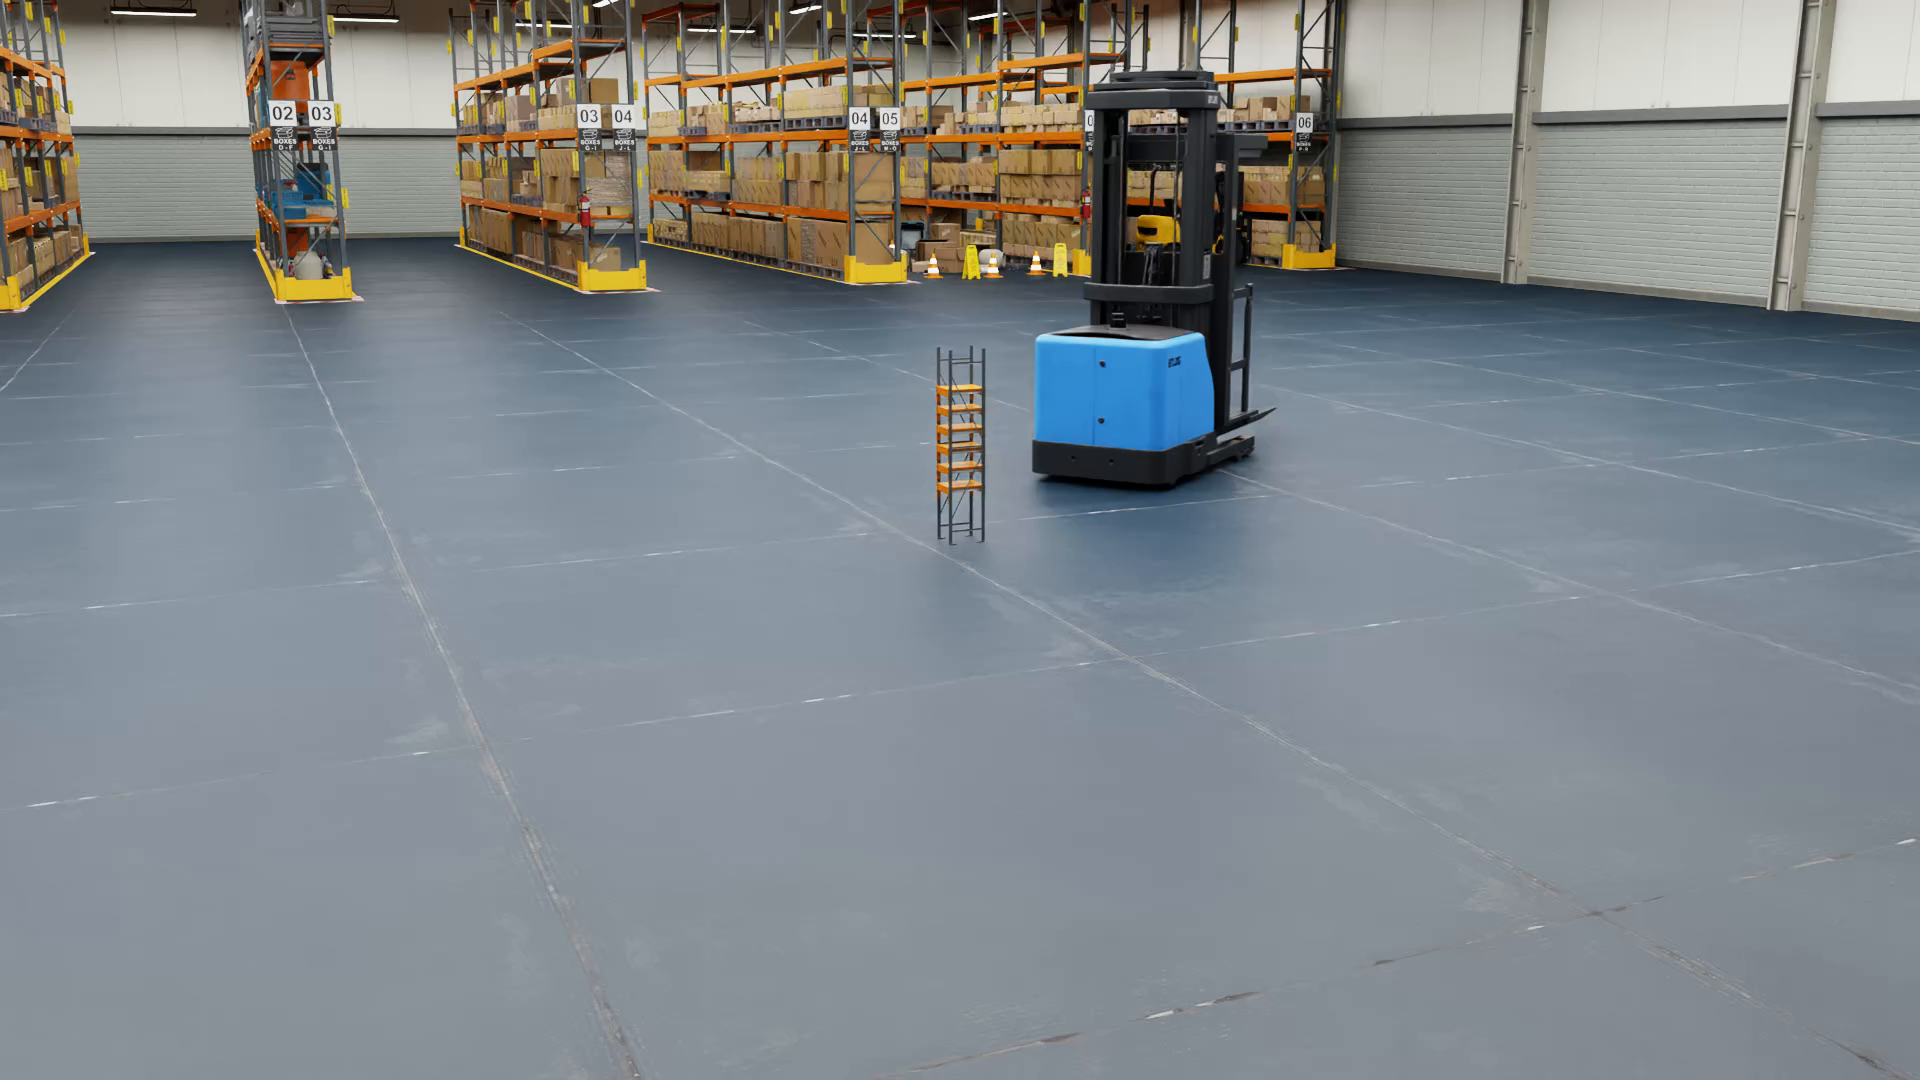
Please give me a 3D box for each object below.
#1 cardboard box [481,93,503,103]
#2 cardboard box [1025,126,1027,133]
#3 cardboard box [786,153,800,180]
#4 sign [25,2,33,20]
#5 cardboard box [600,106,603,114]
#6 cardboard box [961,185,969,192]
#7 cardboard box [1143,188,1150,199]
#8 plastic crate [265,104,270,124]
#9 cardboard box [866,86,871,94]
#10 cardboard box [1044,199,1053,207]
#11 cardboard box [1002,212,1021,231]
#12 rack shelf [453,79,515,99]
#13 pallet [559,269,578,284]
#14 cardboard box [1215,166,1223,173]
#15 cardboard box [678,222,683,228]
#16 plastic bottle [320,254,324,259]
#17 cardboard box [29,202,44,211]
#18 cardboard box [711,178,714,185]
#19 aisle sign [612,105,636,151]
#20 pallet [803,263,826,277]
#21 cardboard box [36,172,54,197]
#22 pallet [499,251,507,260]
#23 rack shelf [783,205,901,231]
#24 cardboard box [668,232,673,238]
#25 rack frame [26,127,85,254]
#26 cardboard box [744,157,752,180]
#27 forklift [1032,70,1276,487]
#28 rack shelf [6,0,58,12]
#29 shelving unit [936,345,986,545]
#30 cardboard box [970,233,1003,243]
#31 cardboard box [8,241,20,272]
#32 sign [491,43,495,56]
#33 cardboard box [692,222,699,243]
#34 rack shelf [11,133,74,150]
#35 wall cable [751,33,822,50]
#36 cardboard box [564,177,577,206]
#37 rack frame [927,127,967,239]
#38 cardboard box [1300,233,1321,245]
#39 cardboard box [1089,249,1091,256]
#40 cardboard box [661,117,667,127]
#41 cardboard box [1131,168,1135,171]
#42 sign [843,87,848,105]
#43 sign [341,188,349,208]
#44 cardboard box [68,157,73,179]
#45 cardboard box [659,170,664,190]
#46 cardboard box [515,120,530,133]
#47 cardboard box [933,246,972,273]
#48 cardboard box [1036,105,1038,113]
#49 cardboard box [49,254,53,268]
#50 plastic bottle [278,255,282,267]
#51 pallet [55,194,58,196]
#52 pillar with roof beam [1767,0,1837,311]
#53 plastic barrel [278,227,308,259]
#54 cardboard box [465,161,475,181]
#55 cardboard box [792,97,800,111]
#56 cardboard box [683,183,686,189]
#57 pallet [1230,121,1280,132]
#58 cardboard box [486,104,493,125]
[{"bbox_3d":[-11.370,-10.746,40.457,0.500,0.250,0.500,-7,15,-27],"label":"cardboard box"},{"bbox_3d":[1.601,-8.705,35.234,0.380,0.149,0.250,-6,14,-25],"label":"cardboard box"},{"bbox_3d":[-3.093,-7.716,34.330,0.875,0.550,0.550,-6,14,-23],"label":"cardboard box"},{"bbox_3d":[-17.968,-10.208,32.094,0.100,0.325,0.005,-6,14,-23],"label":"sign"},{"bbox_3d":[-6.320,-7.707,29.812,0.380,0.149,0.250,-6,14,-24],"label":"cardboard box"},{"bbox_3d":[0.246,-8.151,38.561,0.380,0.149,0.250,-5,14,-21],"label":"cardboard box"},{"bbox_3d":[4.800,-8.436,40.498,0.500,0.250,0.500,-5,14,-21],"label":"cardboard box"},{"bbox_3d":[-11.770,-7.316,28.711,0.392,0.384,0.575,-6,14,-23],"label":"plastic crate"},{"bbox_3d":[-1.548,-8.500,31.429,0.380,0.149,0.250,-6,14,-23],"label":"cardboard box"},{"bbox_3d":[1.966,-7.032,34.656,0.380,0.149,0.250,-6,14,-24],"label":"cardboard box"},{"bbox_3d":[1.490,-9.265,48.359,0.700,0.500,0.500,-5,14,-21],"label":"cardboard box"},{"bbox_3d":[-11.800,-11.213,41.343,1.077,0.370,4.000,-6,14,-23],"label":"rack shelf"},{"bbox_3d":[-7.000,-5.023,31.604,1.003,0.211,1.213,-6,14,-23],"label":"pallet"},{"bbox_3d":[5.995,-8.370,37.563,0.380,0.149,0.250,-5,14,-22],"label":"cardboard box"},{"bbox_3d":[-7.040,-8.105,42.808,0.380,0.149,0.250,-6,14,-23],"label":"cardboard box"},{"bbox_3d":[-11.734,-5.099,30.649,0.144,0.351,0.185,-6,15,-26],"label":"plastic bottle"},{"bbox_3d":[-17.861,-6.419,32.007,0.380,0.149,0.250,-6,14,-23],"label":"cardboard box"},{"bbox_3d":[-5.643,-8.420,39.064,0.380,0.149,0.250,-5,14,-22],"label":"cardboard box"},{"bbox_3d":[-5.892,-7.224,29.164,0.394,0.787,0.004,-6,14,-23],"label":"aisle sign"},{"bbox_3d":[-2.484,-5.421,33.326,1.003,0.211,1.213,-6,14,-23],"label":"pallet"},{"bbox_3d":[-19.022,-7.281,34.025,0.700,0.500,0.500,-3,13,-12],"label":"cardboard box"},{"bbox_3d":[-10.128,-6.659,38.672,1.003,0.211,1.213,-6,14,-23],"label":"pallet"},{"bbox_3d":[-2.408,-6.433,33.107,1.077,0.370,4.000,-6,14,-23],"label":"rack shelf"},{"bbox_3d":[-7.468,-8.036,43.829,0.380,0.149,0.250,-6,14,-23],"label":"cardboard box"},{"bbox_3d":[-21.680,-8.355,39.815,1.000,3.000,0.127,-6,14,-23],"label":"rack frame"},{"bbox_3d":[-4.437,-8.361,37.403,0.700,0.500,0.500,-6,14,-24],"label":"cardboard box"},{"bbox_3d":[1.690,-2.095,12.920,1.130,2.935,3.031,7,15,28],"label":"forklift"},{"bbox_3d":[-20.878,-12.133,37.060,1.077,0.370,4.000,-6,14,-23],"label":"rack shelf"},{"bbox_3d":[0.006,-0.582,10.222,0.258,1.200,0.189,-6,14,-23],"label":"shelving unit"},{"bbox_3d":[0.782,-6.845,38.190,0.950,0.372,0.625,-5,14,-19],"label":"cardboard box"},{"bbox_3d":[-15.695,-4.616,27.163,0.500,0.500,0.500,-6,14,-23],"label":"cardboard box"},{"bbox_3d":[-12.098,-12.711,43.086,0.100,0.325,0.005,-6,14,-23],"label":"sign"},{"bbox_3d":[-6.361,-7.659,41.424,0.500,0.500,0.500,-5,14,-21],"label":"cardboard box"},{"bbox_3d":[-20.878,-9.052,37.773,1.077,0.370,4.000,-6,14,-23],"label":"rack shelf"},{"bbox_3d":[-5.368,-14.284,52.128,2.355,3.000,0.029,-6,14,-23],"label":"wall cable"},{"bbox_3d":[-6.697,-6.345,30.252,0.875,0.500,0.500,-6,14,-23],"label":"cardboard box"},{"bbox_3d":[-0.316,-8.491,40.404,1.000,3.000,0.127,-6,14,-23],"label":"rack frame"},{"bbox_3d":[7.437,-6.512,35.910,0.500,0.250,0.500,-5,14,-22],"label":"cardboard box"},{"bbox_3d":[2.818,-5.895,34.354,0.500,0.250,0.500,-6,14,-23],"label":"cardboard box"},{"bbox_3d":[-7.473,-10.876,43.280,0.500,0.250,0.500,-6,14,-25],"label":"cardboard box"},{"bbox_3d":[4.167,-9.314,42.807,0.500,0.500,0.500,-5,14,-20],"label":"cardboard box"},{"bbox_3d":[-2.110,-8.178,30.612,0.100,0.325,0.005,-6,14,-23],"label":"sign"},{"bbox_3d":[-10.224,-5.679,27.642,0.100,0.325,0.005,-6,14,-23],"label":"sign"},{"bbox_3d":[-20.628,-8.506,38.031,0.500,0.500,0.500,-5,14,-21],"label":"cardboard box"},{"bbox_3d":[-7.667,-9.541,44.060,0.500,0.500,0.500,-5,14,-22],"label":"cardboard box"},{"bbox_3d":[-9.022,-8.653,34.783,0.500,0.250,0.500,-5,14,-22],"label":"cardboard box"},{"bbox_3d":[-0.135,-5.756,34.124,0.637,0.503,0.797,6,14,26],"label":"cardboard box"},{"bbox_3d":[1.811,-8.984,34.670,0.380,0.149,0.250,-5,14,-22],"label":"cardboard box"},{"bbox_3d":[-17.831,-5.374,32.104,0.500,0.250,0.500,-6,14,-24],"label":"cardboard box"},{"bbox_3d":[-12.314,-5.003,30.231,0.144,0.351,0.185,-6,14,-25],"label":"plastic bottle"},{"bbox_3d":[-19.857,-7.260,35.510,1.003,0.211,1.213,-6,14,-23],"label":"pallet"},{"bbox_3d":[8.844,-7.567,23.108,9.100,9.000,0.400,-6,14,-23],"label":"pillar with roof beam"},{"bbox_3d":[-14.146,-6.395,35.231,0.600,0.830,0.708,-6,14,-23],"label":"plastic barrel"},{"bbox_3d":[-12.243,-9.352,42.137,0.500,0.500,0.500,-6,14,-24],"label":"cardboard box"},{"bbox_3d":[-3.066,-8.753,33.403,0.500,0.250,0.500,-6,14,-23],"label":"cardboard box"},{"bbox_3d":[-6.677,-8.809,41.403,0.380,0.149,0.250,-6,14,-26],"label":"cardboard box"},{"bbox_3d":[6.683,-9.106,36.607,1.003,0.211,1.213,-6,14,-23],"label":"pallet"},{"bbox_3d":[-10.757,-10.018,39.197,0.700,0.500,0.500,-5,14,-22],"label":"cardboard box"}]
